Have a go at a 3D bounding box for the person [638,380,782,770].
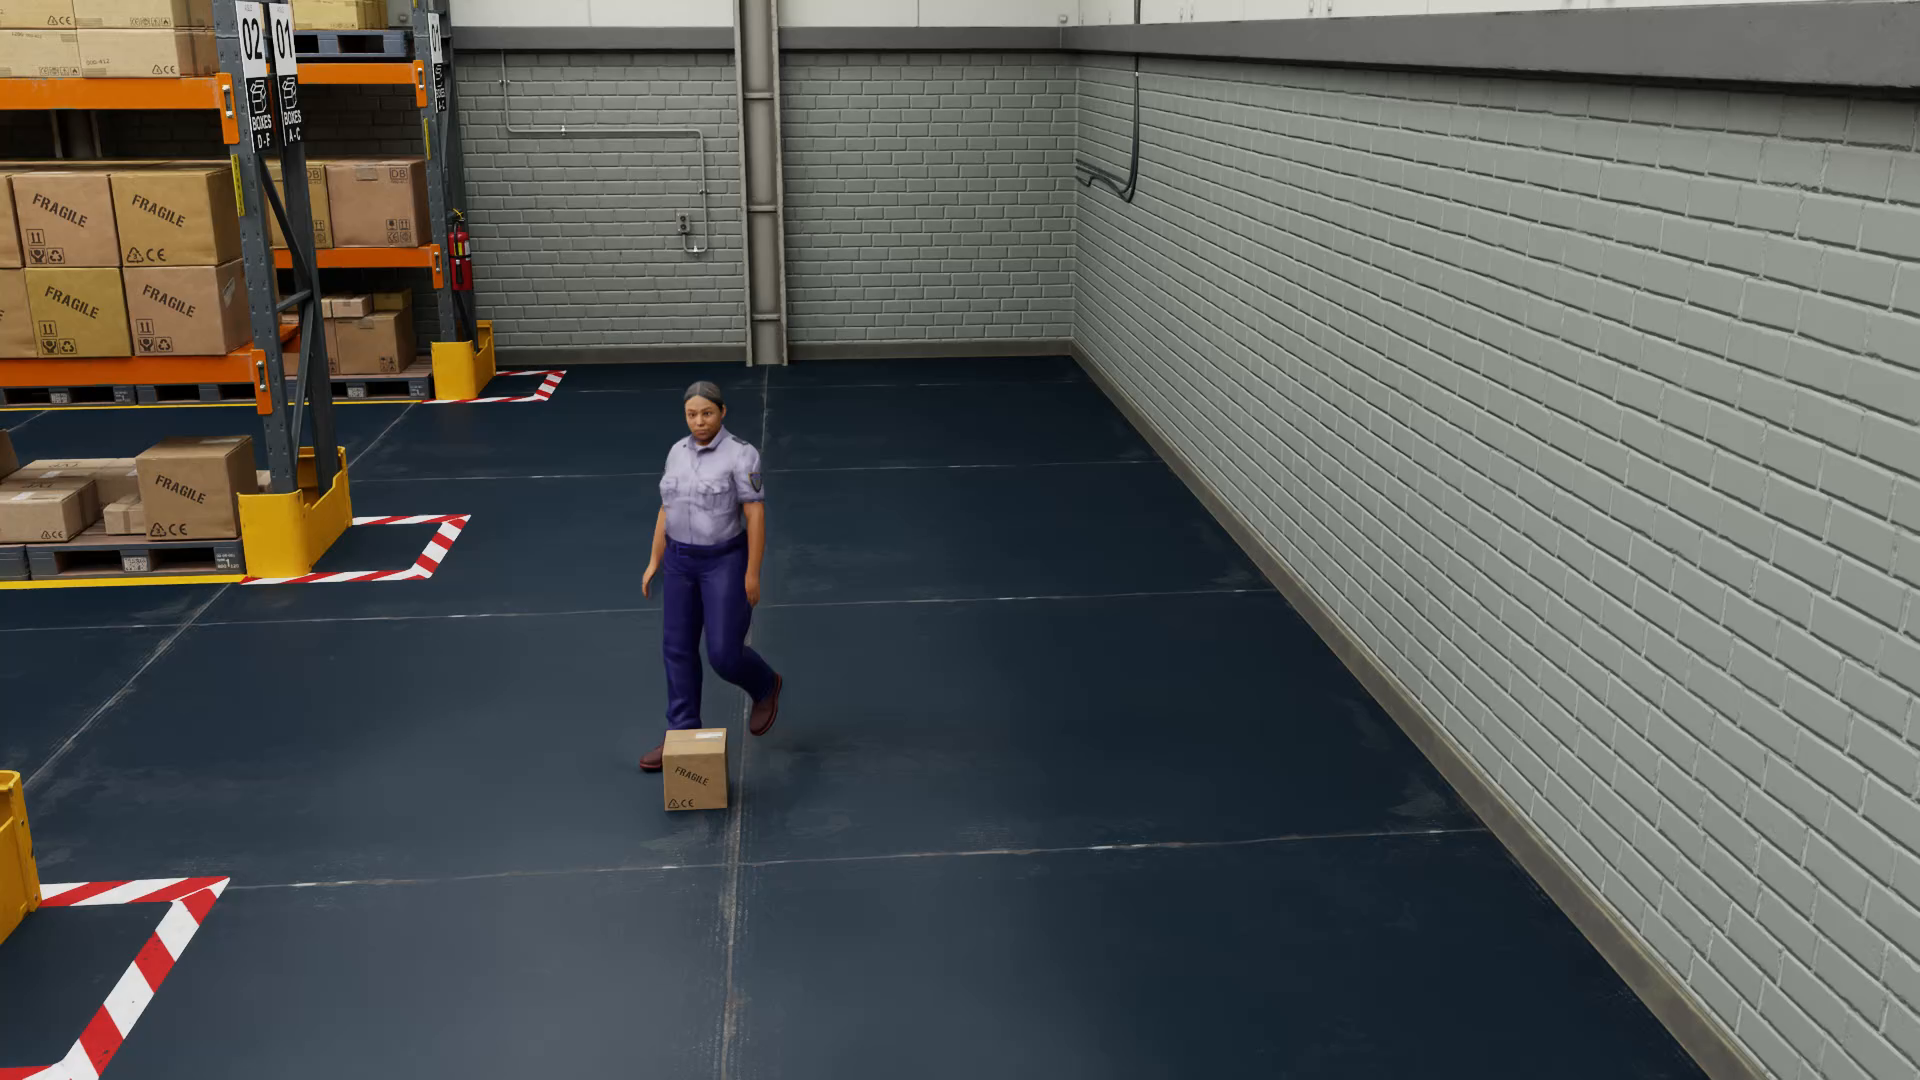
[{"bbox_3d":[-1.111,0.148,7.095,0.521,1.614,0.649,9,19,27],"label":"person"}]
